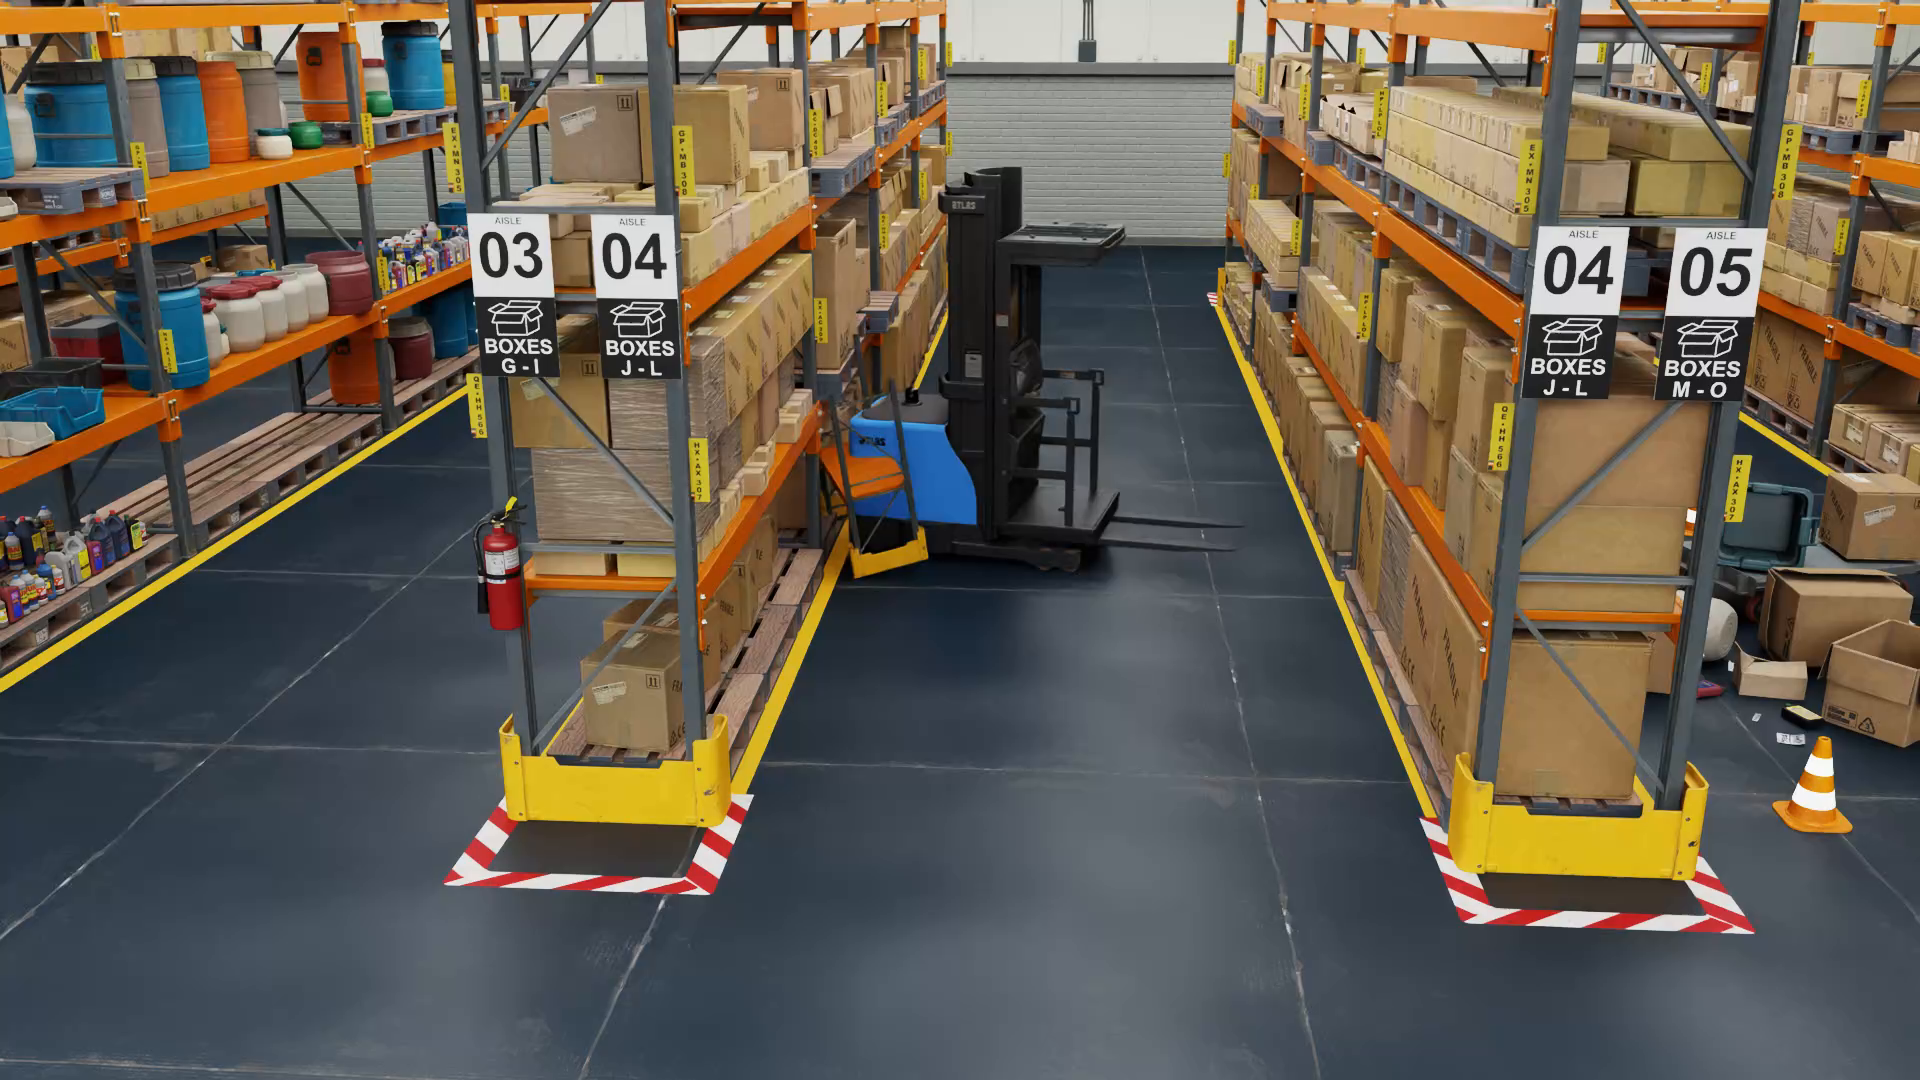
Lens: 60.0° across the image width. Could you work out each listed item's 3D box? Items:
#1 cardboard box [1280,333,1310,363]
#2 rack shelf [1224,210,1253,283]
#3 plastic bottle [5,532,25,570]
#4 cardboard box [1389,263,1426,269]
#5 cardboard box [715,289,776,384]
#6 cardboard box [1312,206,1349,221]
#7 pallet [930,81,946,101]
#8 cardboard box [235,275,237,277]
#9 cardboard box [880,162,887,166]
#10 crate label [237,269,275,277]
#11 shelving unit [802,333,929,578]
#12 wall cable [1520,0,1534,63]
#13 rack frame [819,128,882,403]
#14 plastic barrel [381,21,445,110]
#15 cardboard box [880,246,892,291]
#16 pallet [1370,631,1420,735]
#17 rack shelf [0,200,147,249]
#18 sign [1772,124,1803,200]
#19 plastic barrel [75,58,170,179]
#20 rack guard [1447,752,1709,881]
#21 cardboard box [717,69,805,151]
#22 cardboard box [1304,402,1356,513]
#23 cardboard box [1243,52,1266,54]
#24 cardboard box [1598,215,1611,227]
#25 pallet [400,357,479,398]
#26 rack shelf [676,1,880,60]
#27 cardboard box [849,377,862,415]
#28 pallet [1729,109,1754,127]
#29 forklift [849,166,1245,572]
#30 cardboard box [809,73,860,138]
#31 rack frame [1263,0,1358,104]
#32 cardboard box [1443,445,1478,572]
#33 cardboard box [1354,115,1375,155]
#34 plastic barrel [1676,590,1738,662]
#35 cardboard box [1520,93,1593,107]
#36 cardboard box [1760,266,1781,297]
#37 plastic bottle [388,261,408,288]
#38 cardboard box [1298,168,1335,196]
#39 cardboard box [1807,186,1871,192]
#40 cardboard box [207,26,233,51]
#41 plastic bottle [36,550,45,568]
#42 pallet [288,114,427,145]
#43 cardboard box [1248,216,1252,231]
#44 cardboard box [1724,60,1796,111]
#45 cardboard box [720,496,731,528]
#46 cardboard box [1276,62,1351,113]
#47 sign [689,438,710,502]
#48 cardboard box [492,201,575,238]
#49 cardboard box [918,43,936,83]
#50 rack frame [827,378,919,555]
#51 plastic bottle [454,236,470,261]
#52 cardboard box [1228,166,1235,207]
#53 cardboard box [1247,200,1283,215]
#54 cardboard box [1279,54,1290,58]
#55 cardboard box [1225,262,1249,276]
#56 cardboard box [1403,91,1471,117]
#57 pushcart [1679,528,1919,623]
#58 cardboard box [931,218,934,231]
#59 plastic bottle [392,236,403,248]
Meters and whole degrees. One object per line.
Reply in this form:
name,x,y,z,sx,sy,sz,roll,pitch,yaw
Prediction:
cardboard box,3.459,-1.878,16.471,0.500,0.250,0.500,1,18,3
rack shelf,4.102,-3.813,21.397,1.077,0.370,4.000,1,18,4
plastic bottle,-6.857,0.075,12.052,0.097,0.271,0.097,0,18,0
cardboard box,3.415,-1.726,12.107,0.700,0.500,0.500,1,18,3
cardboard box,-1.424,-1.243,10.156,0.500,0.500,0.500,1,18,4
cardboard box,4.085,-3.604,18.377,0.380,0.149,0.250,1,18,2
pallet,-0.738,-6.071,22.457,1.003,0.211,1.213,1,18,4
cardboard box,-10.487,-3.705,23.756,0.380,0.166,0.250,1,18,4
cardboard box,-1.175,-4.406,20.612,0.500,0.500,0.500,1,18,4
crate label,-6.550,-2.258,15.441,0.502,0.435,0.616,1,18,4
shelving unit,-0.771,-0.663,12.696,0.587,1.500,1.083,-15,29,-12
wall cable,9.316,-9.321,27.416,0.463,3.000,0.029,1,18,4
rack frame,-1.268,-2.433,16.032,1.000,3.000,0.127,1,18,4
plastic barrel,-5.892,-5.116,17.922,0.600,0.901,0.708,1,18,4
cardboard box,-0.962,-2.626,16.458,0.500,0.500,0.500,2,18,6
pallet,3.168,0.891,10.366,1.003,0.211,1.213,1,18,4
rack shelf,-6.639,-1.764,10.327,1.077,0.370,4.000,1,18,4
sign,3.651,-1.671,7.356,0.100,0.325,0.005,1,18,4
plastic barrel,-6.628,-3.331,13.150,0.600,0.901,0.600,0,18,0
rack guard,3.096,1.389,8.382,1.175,0.500,0.348,1,18,4
cardboard box,-1.333,-2.897,11.190,0.500,0.500,0.500,1,18,2
cardboard box,3.413,-0.674,13.600,1.050,0.750,0.750,1,18,4
cardboard box,3.995,-6.462,22.306,0.380,0.149,0.250,1,18,3
cardboard box,3.496,-1.695,8.529,0.380,0.149,0.250,1,18,4
pallet,-6.103,-1.842,18.707,1.003,0.211,1.213,1,18,4
rack shelf,-1.412,-4.131,13.376,1.077,0.370,4.000,1,18,4
cardboard box,-1.296,-1.246,15.716,0.700,0.500,0.500,0,18,1
pallet,8.886,-4.503,17.839,0.805,0.209,1.217,1,18,2
forklift,0.698,-1.329,12.773,3.031,2.935,1.130,5,19,14
cardboard box,-1.130,-3.677,14.047,0.500,0.500,0.500,2,18,5
rack frame,3.958,-6.384,18.455,1.000,3.000,0.127,1,18,4
cardboard box,3.097,-0.165,8.870,0.875,0.550,0.550,1,18,4
cardboard box,3.254,-3.039,12.468,0.500,0.250,0.500,1,18,3
plastic barrel,4.834,0.562,11.028,0.512,0.421,0.421,17,25,41
cardboard box,3.622,-2.626,10.091,0.380,0.149,0.250,2,18,5
cardboard box,8.467,-2.619,16.839,0.500,0.250,0.500,1,18,3
plastic bottle,-5.822,-2.756,17.215,0.152,0.276,0.135,1,18,4
cardboard box,4.234,-4.332,19.583,0.500,0.500,0.500,2,18,5
cardboard box,9.013,-3.354,17.075,0.500,0.500,0.500,2,18,5
cardboard box,-10.596,-6.928,23.167,0.700,0.500,0.500,1,18,4
plastic bottle,-6.413,0.195,11.667,0.061,0.283,0.133,1,18,4
pallet,-6.056,-4.115,16.650,1.003,0.211,1.213,1,18,4
cardboard box,3.455,-3.562,18.729,0.380,0.149,0.250,1,18,3
cardboard box,8.551,-4.860,17.785,0.500,0.500,0.500,1,18,3
cardboard box,-1.516,-0.145,9.452,0.380,0.149,0.250,1,18,4
cardboard box,3.717,-4.731,17.386,0.797,0.503,0.637,1,18,3
sign,-1.301,-0.348,8.278,0.100,0.325,0.005,1,18,4
cardboard box,-2.133,-1.586,8.228,0.380,0.149,0.250,1,18,4
cardboard box,-0.679,-6.475,22.554,0.700,0.500,0.500,0,18,1
rack frame,-0.613,-0.446,12.253,0.500,1.500,0.032,-15,29,-12
plastic bottle,-5.690,-3.328,18.960,0.152,0.276,0.135,1,18,4
cardboard box,3.937,-4.831,22.712,0.500,0.500,0.500,2,18,7
cardboard box,3.471,-3.784,18.929,0.380,0.149,0.250,2,18,7
cardboard box,4.381,-6.293,21.792,0.380,0.149,0.250,1,18,2
cardboard box,3.869,-3.748,22.993,0.380,0.149,0.250,0,18,1
cardboard box,2.984,-2.718,10.370,0.380,0.149,0.250,1,18,3
pushcart,6.052,0.241,12.082,1.648,0.377,0.936,-5,19,-15
cardboard box,-0.536,-4.043,21.349,0.380,0.149,0.250,1,18,5
plastic bottle,-6.401,-3.304,18.890,0.152,0.276,0.135,1,18,4
